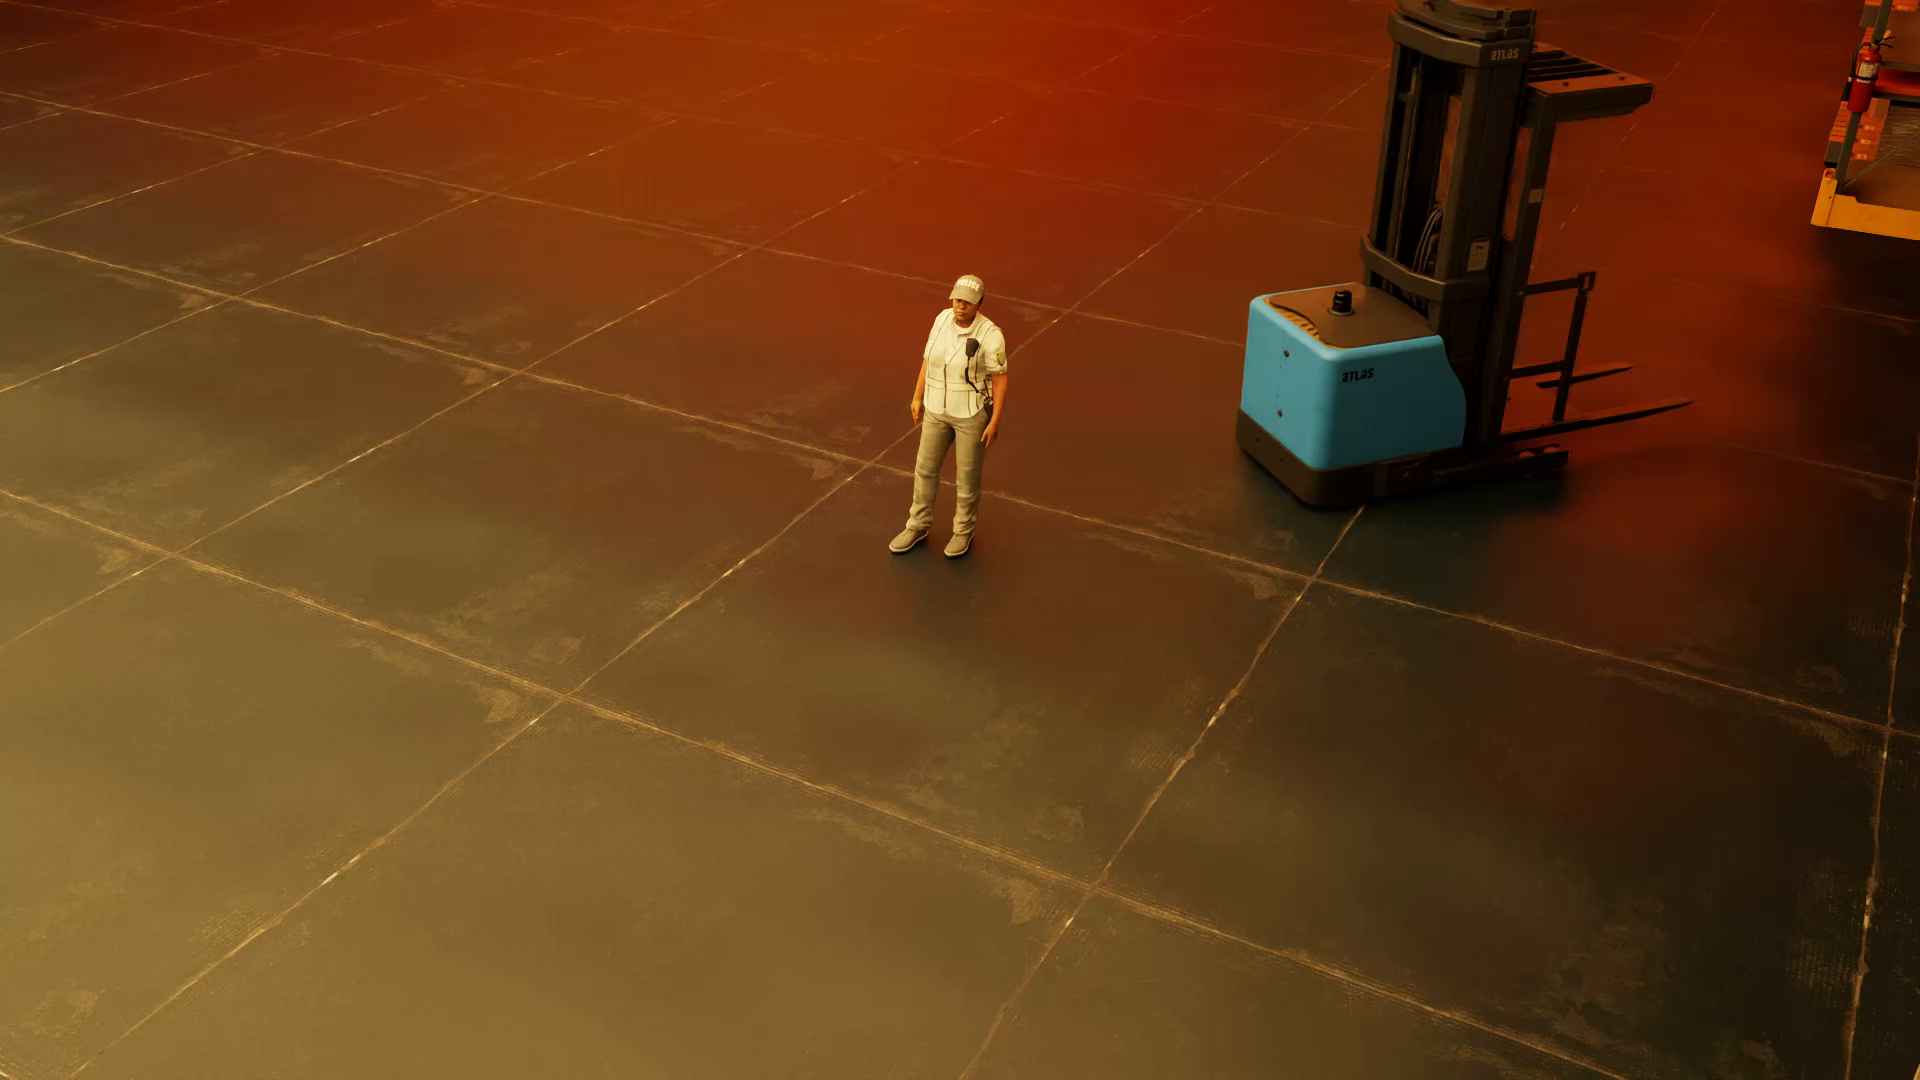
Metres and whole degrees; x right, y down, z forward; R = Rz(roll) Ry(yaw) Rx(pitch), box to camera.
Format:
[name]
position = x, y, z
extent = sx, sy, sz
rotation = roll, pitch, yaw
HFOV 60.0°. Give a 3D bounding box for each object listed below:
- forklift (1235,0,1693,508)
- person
[forklift]
position = 3.394, -1.909, 10.378
extent = 3.031, 2.935, 1.130
rotation = -10, 32, -17
[person]
position = -0.057, -0.700, 9.534
extent = 0.598, 1.670, 0.529
rotation = 15, 33, 25
